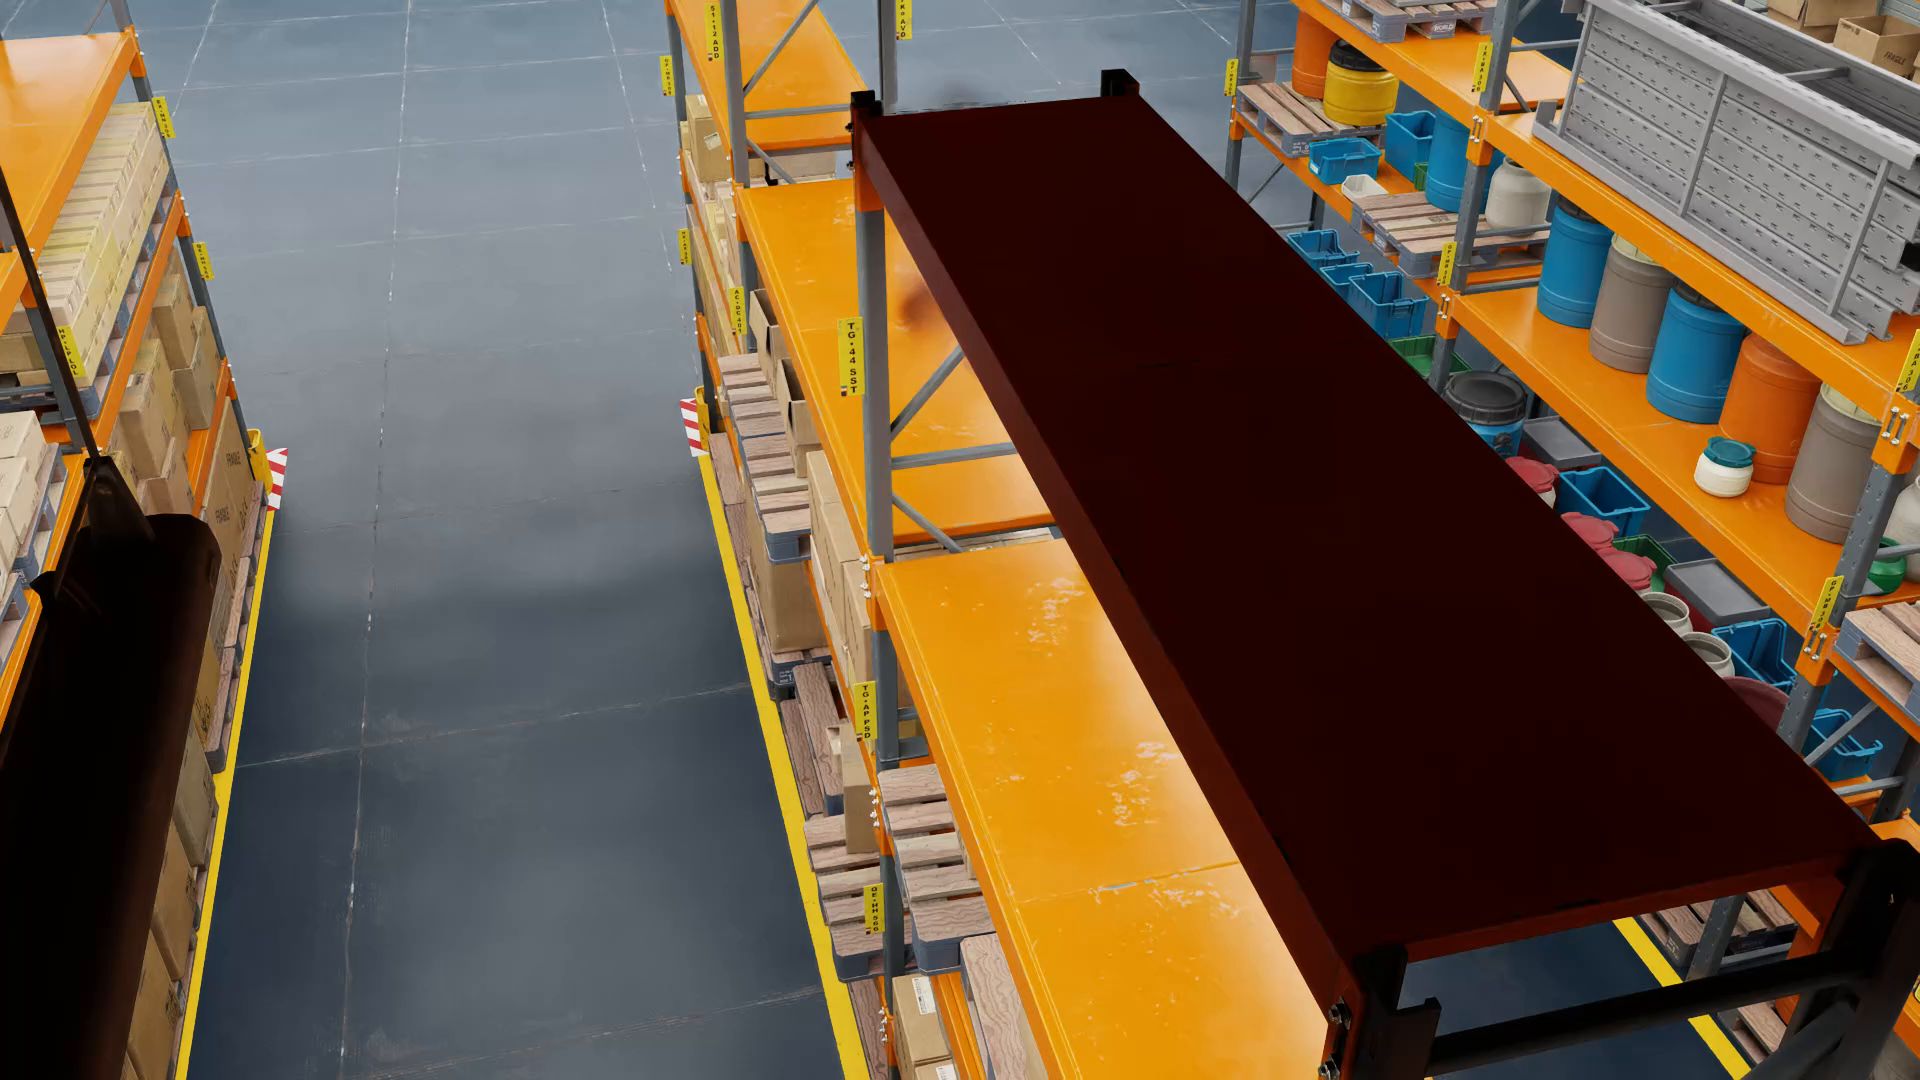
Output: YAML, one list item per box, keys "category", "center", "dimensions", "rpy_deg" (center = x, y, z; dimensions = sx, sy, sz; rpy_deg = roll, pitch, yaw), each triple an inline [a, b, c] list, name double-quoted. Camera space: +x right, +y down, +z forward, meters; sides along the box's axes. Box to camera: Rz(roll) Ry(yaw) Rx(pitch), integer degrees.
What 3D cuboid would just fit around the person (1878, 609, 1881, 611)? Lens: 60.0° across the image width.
- category: "person"
  center: [6.845, 0.161, 12.383]
  dimensions: [0.657, 1.756, 0.753]
  rpy_deg: [-11, 36, -15]
